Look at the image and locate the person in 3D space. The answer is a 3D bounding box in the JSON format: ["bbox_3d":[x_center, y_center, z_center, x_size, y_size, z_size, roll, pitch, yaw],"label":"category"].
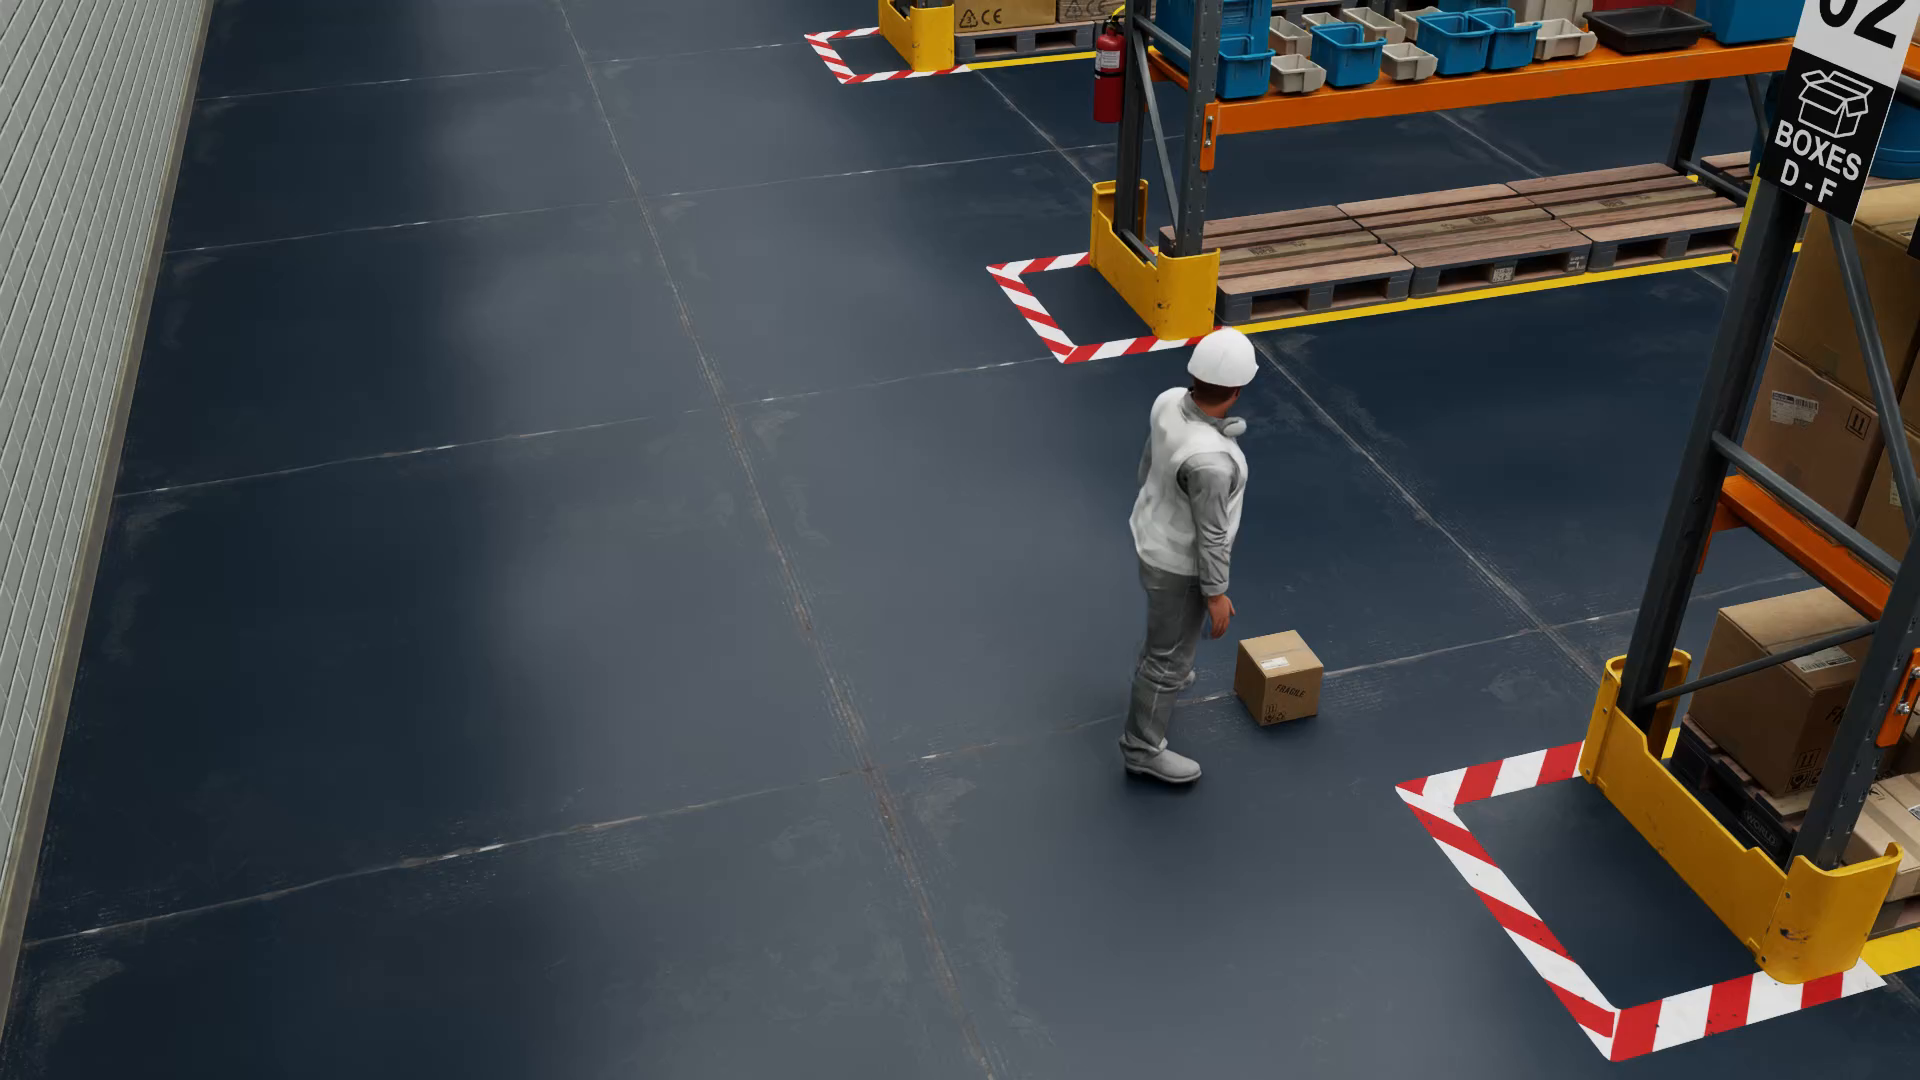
[{"bbox_3d":[0.808,0.019,6.087,0.430,1.792,0.729,-2,34,-3],"label":"person"}]
